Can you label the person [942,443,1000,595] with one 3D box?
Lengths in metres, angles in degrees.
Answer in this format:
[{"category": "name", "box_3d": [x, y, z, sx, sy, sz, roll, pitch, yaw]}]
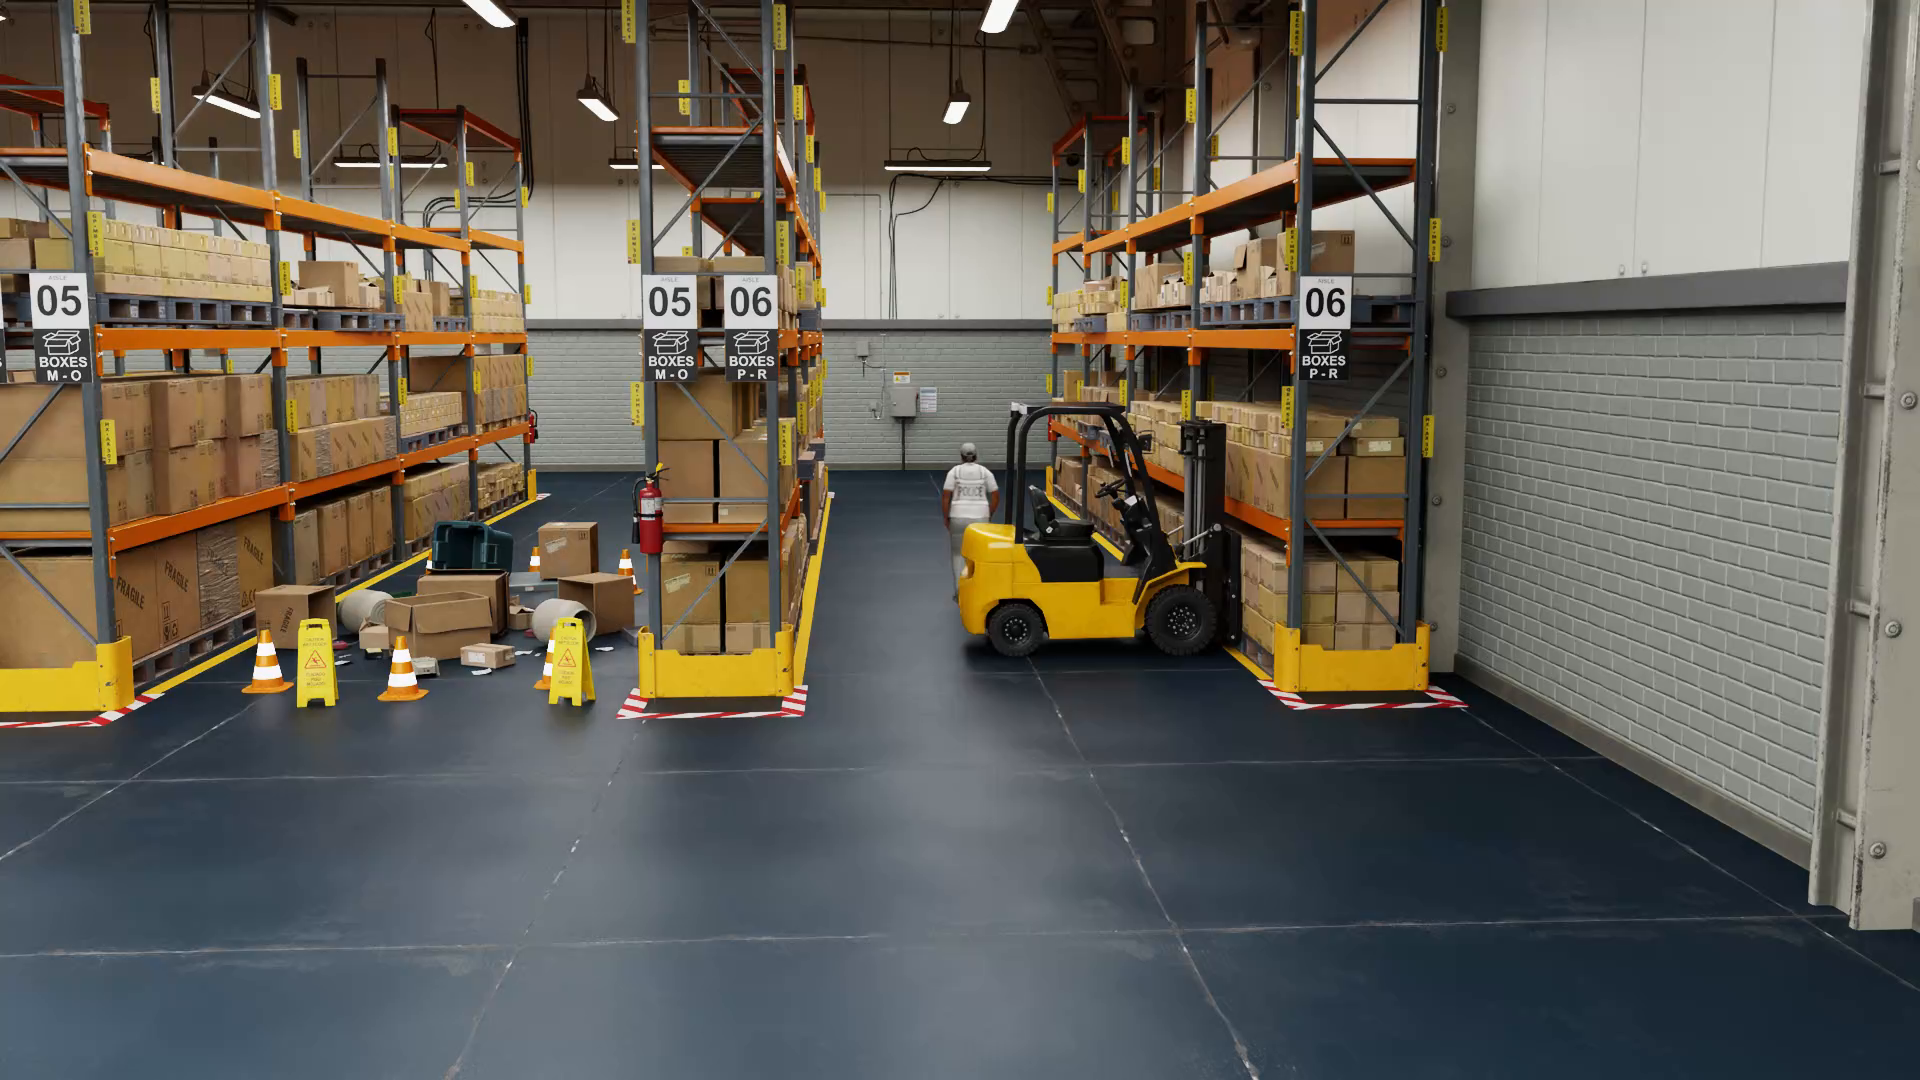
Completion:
[{"category": "person", "box_3d": [0.108, -0.228, 17.407, 0.606, 1.566, 0.501, -1, 7, -5]}]
